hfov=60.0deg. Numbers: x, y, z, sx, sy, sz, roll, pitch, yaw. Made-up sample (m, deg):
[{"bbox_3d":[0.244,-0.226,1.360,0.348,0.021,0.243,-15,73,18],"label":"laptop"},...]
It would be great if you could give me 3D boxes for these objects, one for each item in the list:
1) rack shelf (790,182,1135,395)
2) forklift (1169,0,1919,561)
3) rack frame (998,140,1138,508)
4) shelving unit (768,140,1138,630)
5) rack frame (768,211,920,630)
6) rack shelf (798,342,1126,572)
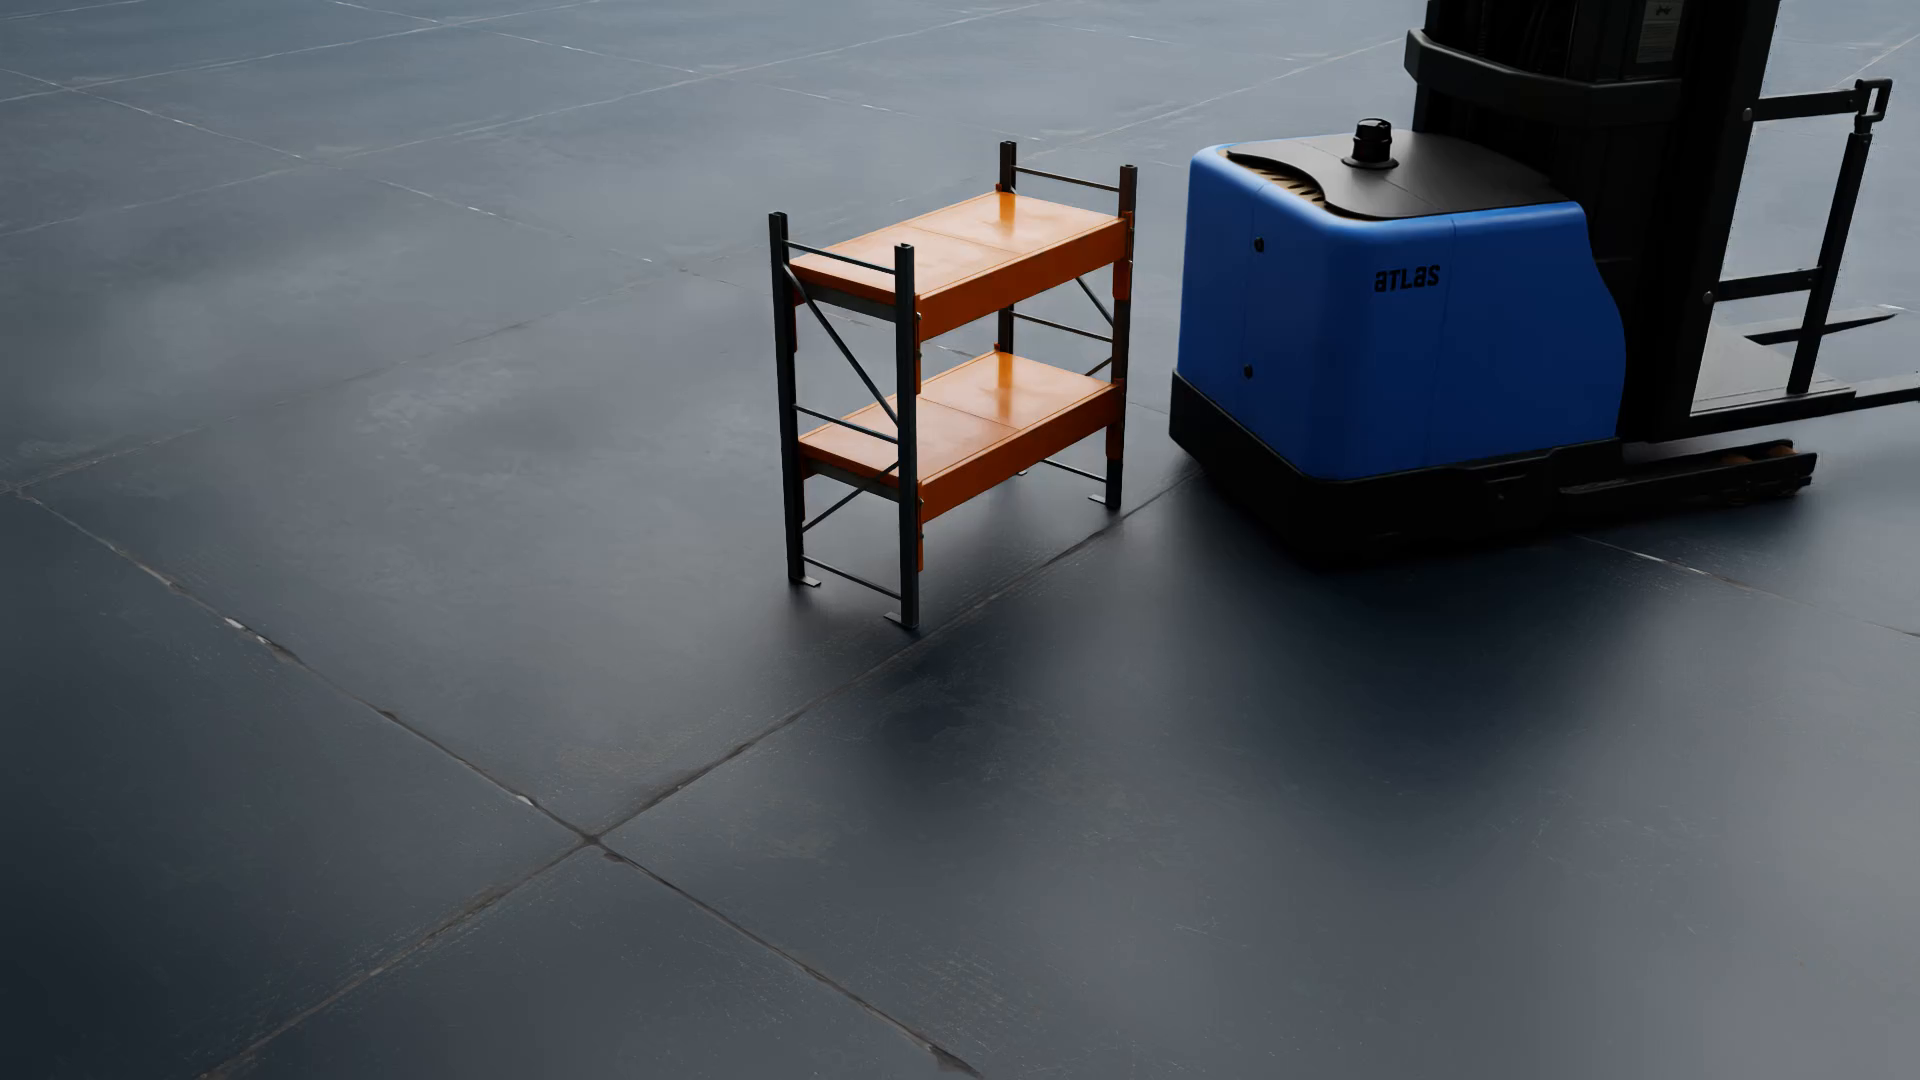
[{"bbox_3d":[0.004,-0.762,4.862,0.538,0.278,1.000,21,34,34],"label":"rack shelf"},{"bbox_3d":[2.302,-1.636,5.222,3.031,2.935,1.130,-9,29,-17],"label":"forklift"},{"bbox_3d":[0.328,-0.682,5.345,0.500,1.125,0.032,21,34,34],"label":"rack frame"},{"bbox_3d":[0.004,-0.502,4.996,0.538,1.125,1.048,21,34,34],"label":"shelving unit"},{"bbox_3d":[-0.319,-0.322,4.648,0.500,1.125,0.032,21,34,34],"label":"rack frame"},{"bbox_3d":[0.004,-0.285,5.109,0.538,0.278,1.000,21,34,34],"label":"rack shelf"}]
